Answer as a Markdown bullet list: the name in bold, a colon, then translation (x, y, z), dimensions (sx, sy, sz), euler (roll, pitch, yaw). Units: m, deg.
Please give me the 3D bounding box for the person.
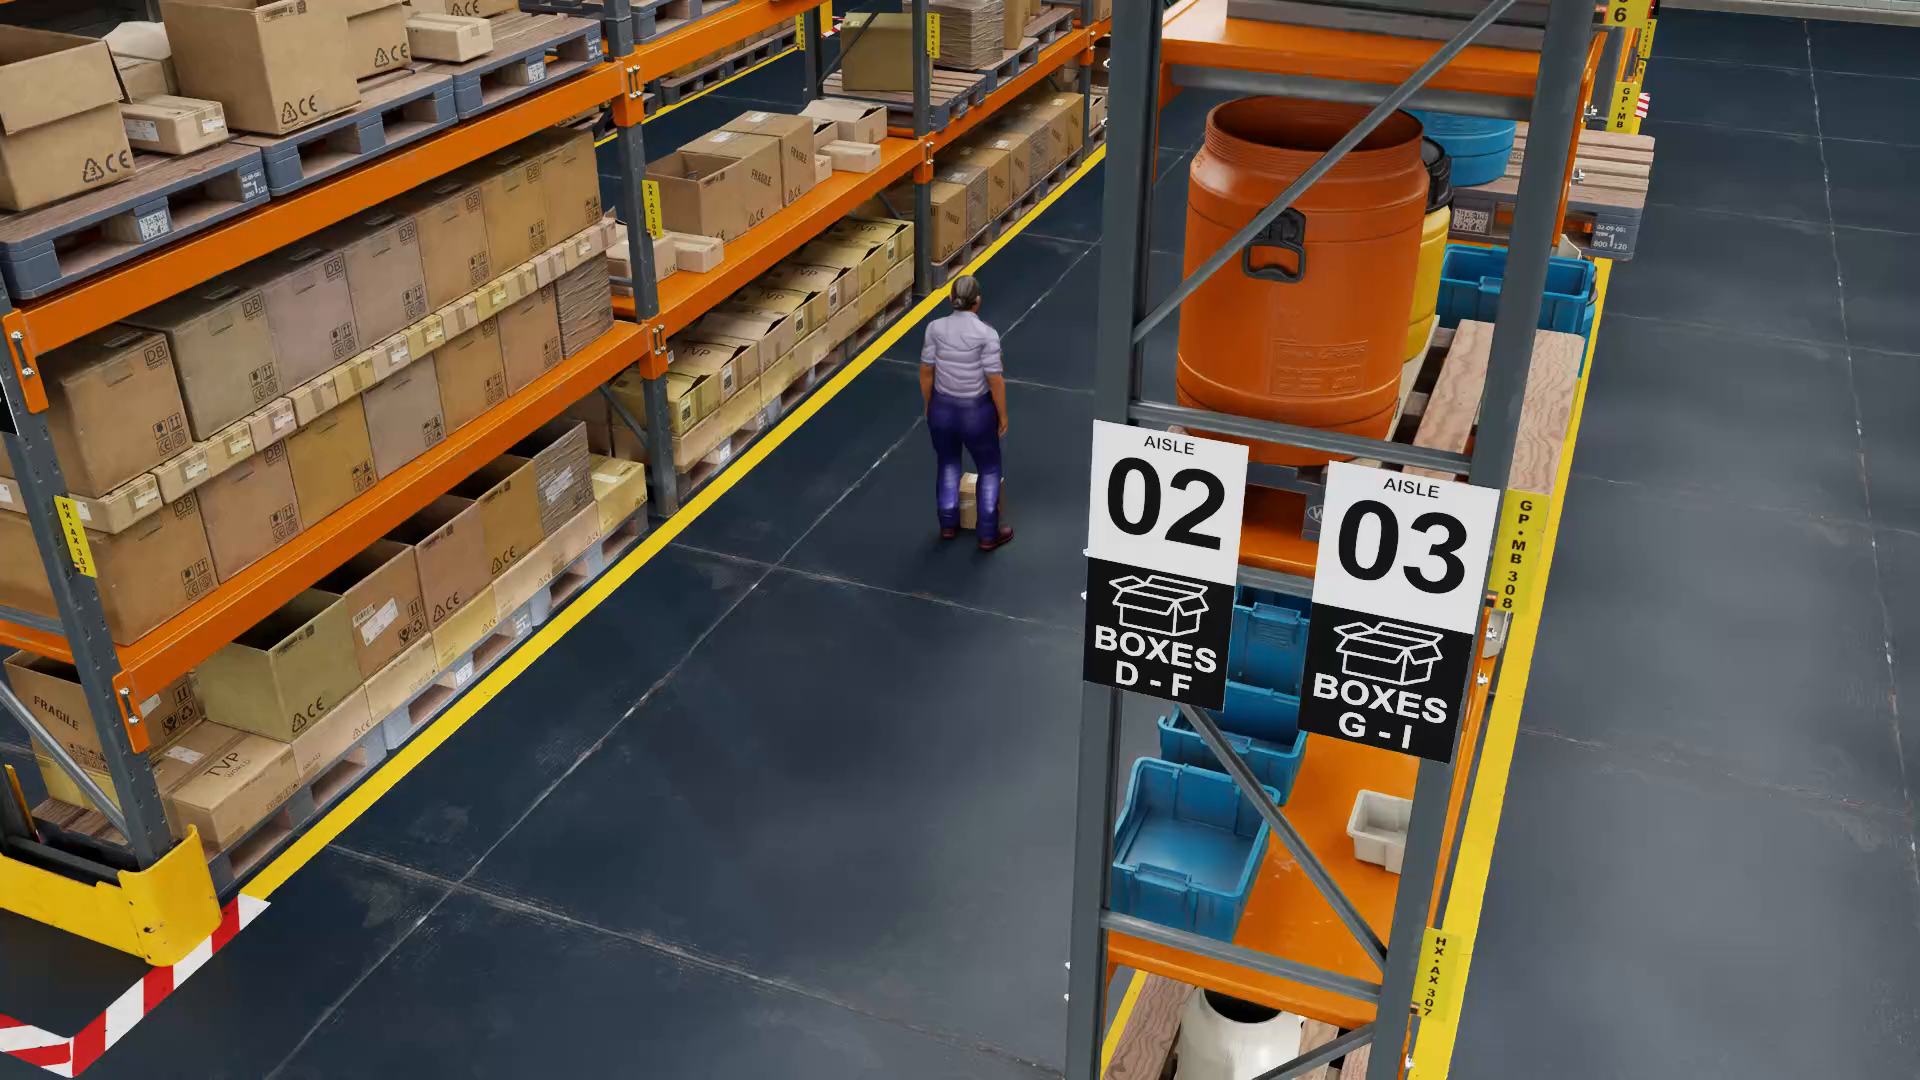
- **person**: translation (0.039, -0.735, 9.695), dimensions (0.541, 1.637, 0.413), euler (11, 32, 19)
